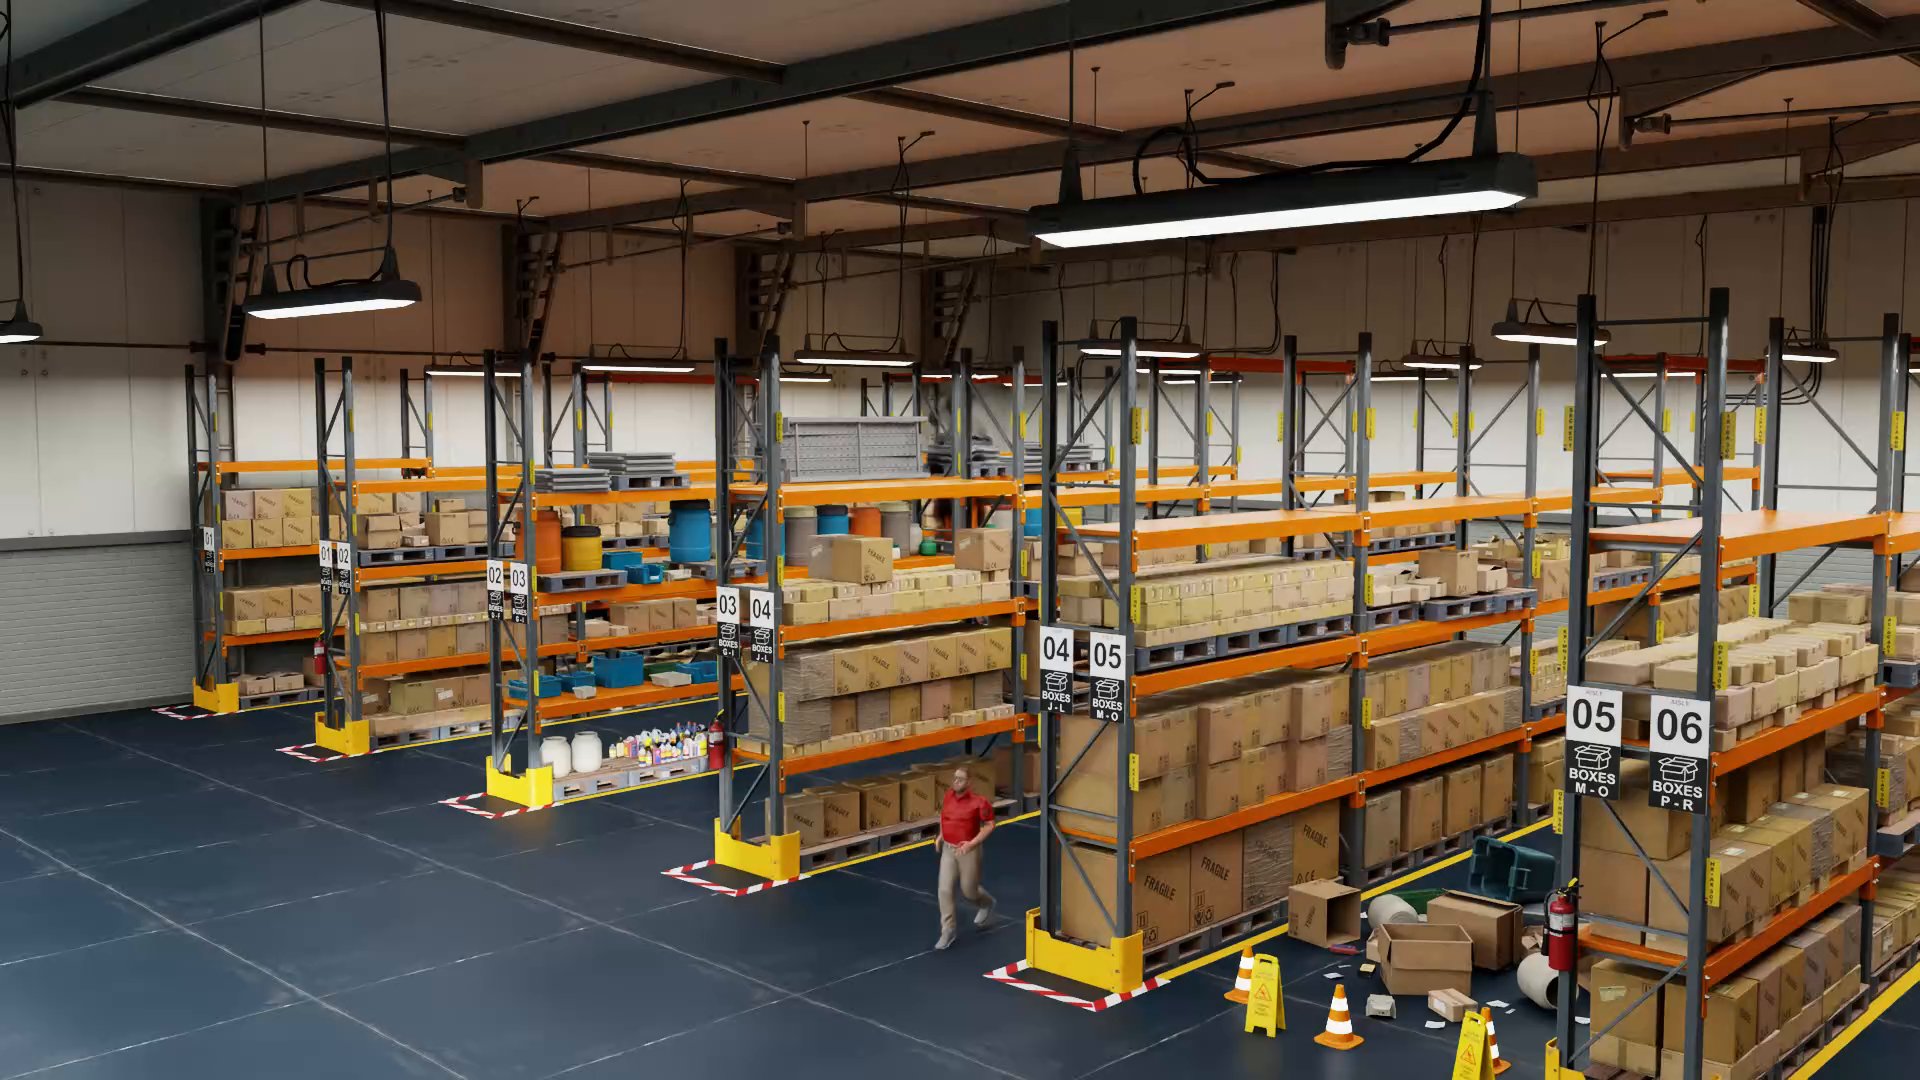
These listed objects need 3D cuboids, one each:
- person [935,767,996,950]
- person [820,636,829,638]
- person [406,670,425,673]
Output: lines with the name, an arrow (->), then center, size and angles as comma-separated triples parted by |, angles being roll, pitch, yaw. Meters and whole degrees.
person -> 0.045, 3.084, 16.297 | 0.681, 1.745, 0.872 | 3, 5, 30
person -> -2.356, 1.845, 28.756 | 0.674, 1.761, 0.635 | -4, 6, -41
person -> -9.284, 2.221, 28.508 | 0.542, 1.546, 0.570 | 3, 6, 38
